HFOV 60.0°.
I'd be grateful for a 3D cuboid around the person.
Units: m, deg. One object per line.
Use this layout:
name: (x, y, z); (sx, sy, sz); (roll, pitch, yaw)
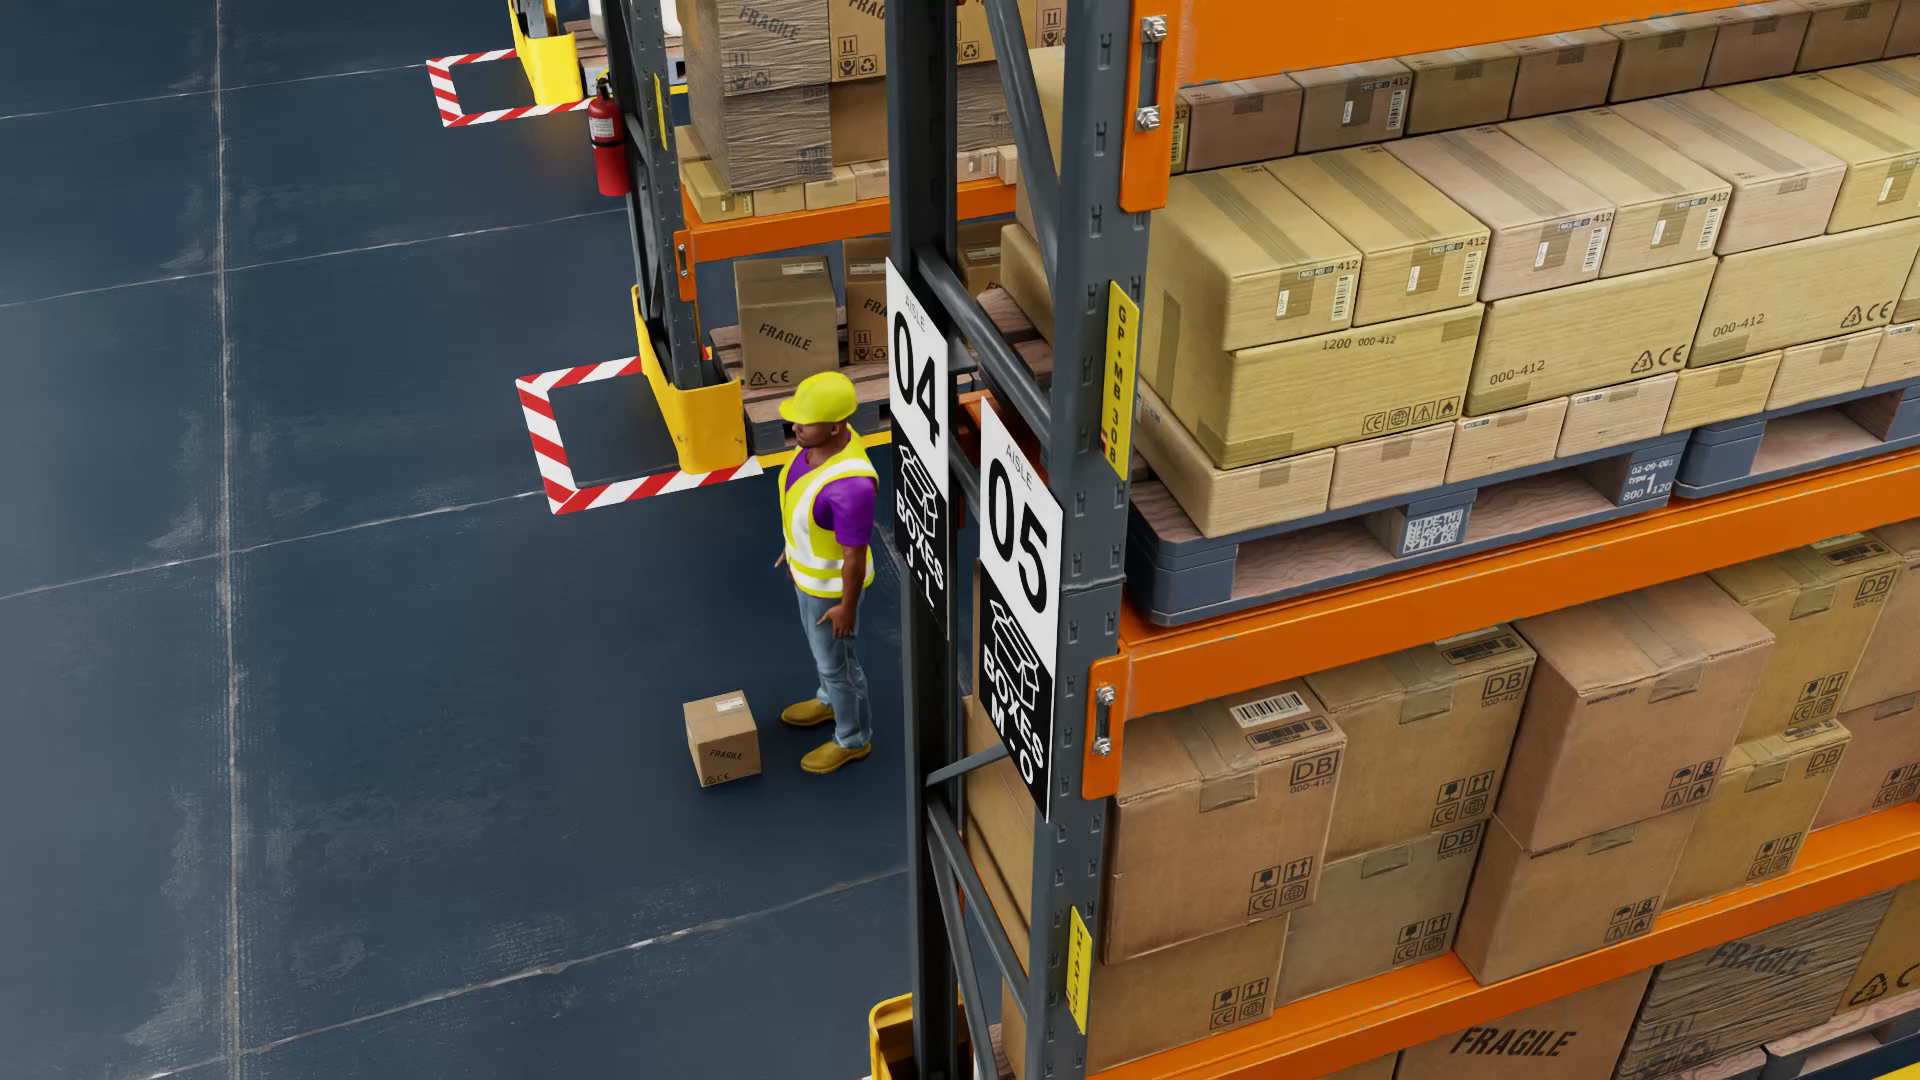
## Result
person: (-0.526, 0.124, 6.472); (0.392, 1.773, 0.568); (-12, 39, -15)
